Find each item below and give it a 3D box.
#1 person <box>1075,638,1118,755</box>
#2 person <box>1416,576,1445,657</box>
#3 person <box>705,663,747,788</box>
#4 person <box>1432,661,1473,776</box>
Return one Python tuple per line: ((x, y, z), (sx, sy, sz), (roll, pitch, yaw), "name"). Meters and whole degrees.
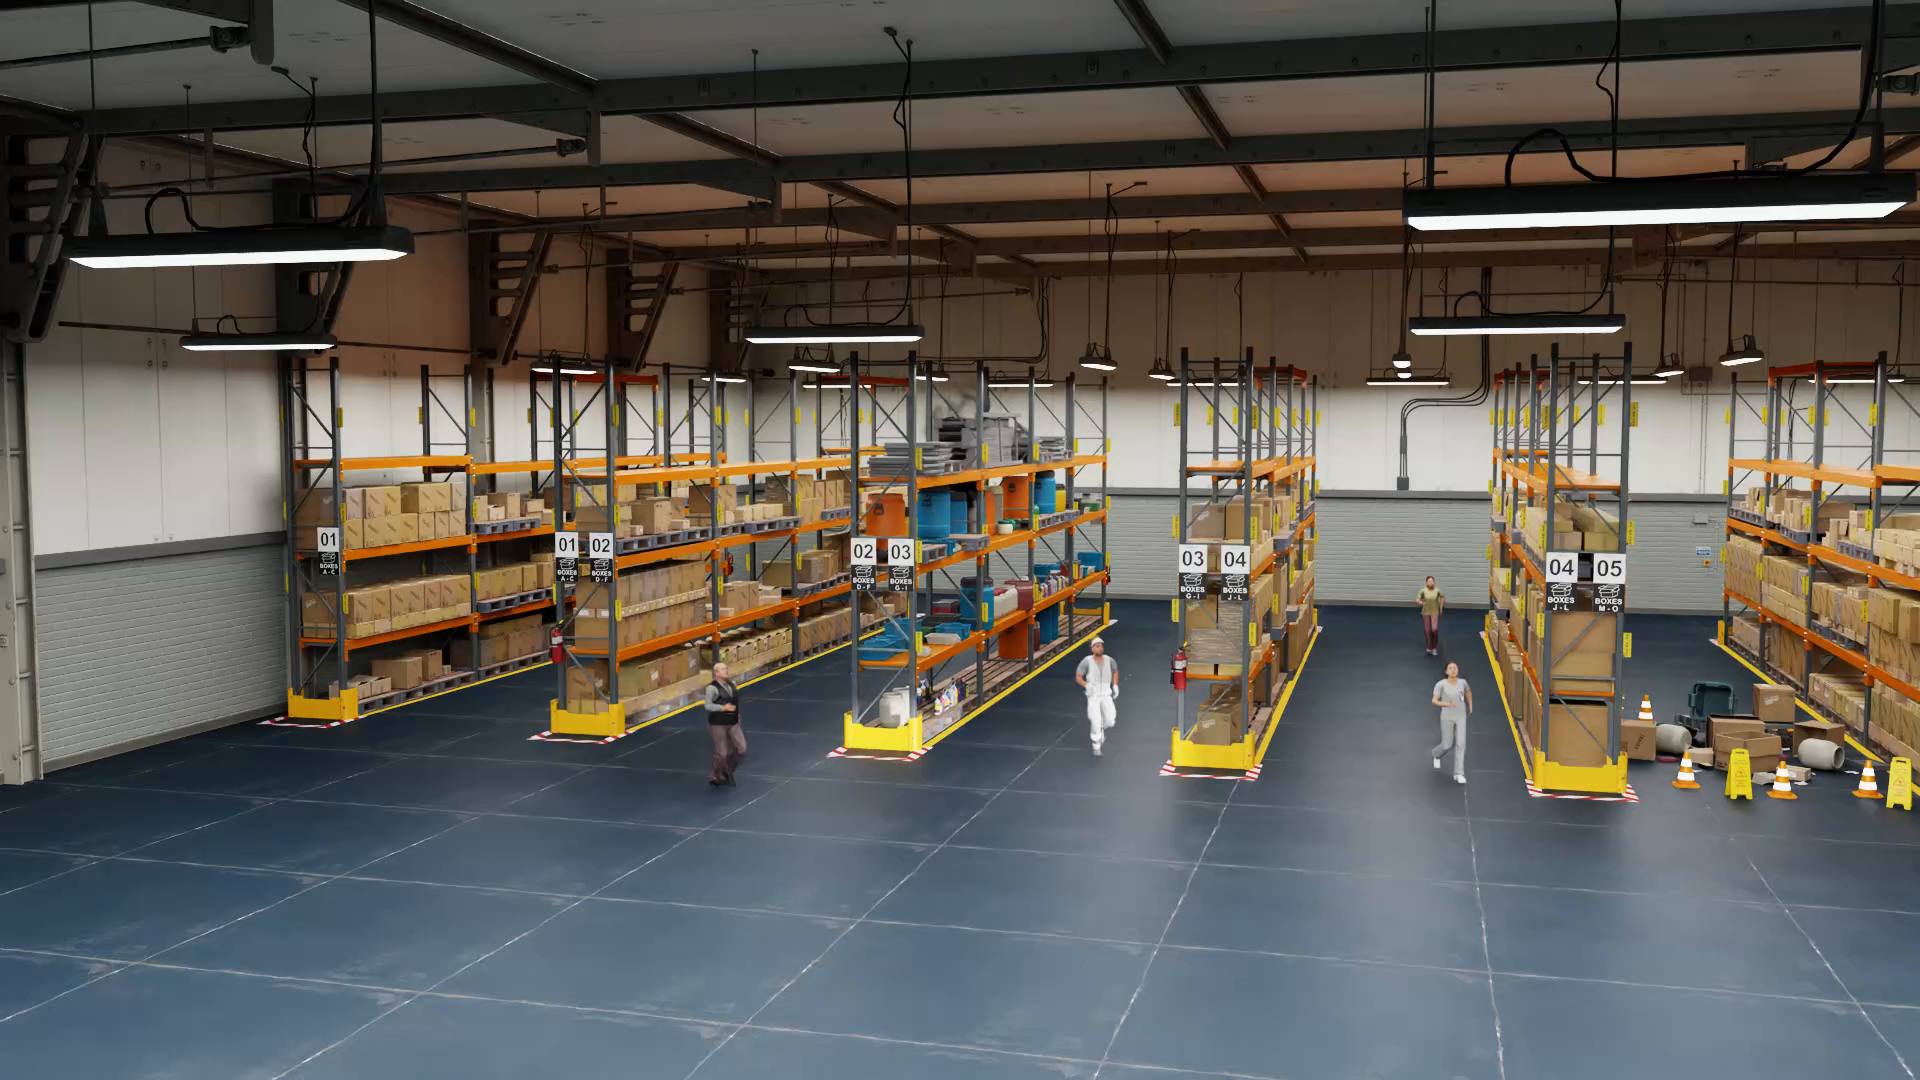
((2.059, 2.319, 24.705), (0.701, 1.746, 0.610), (-1, 4, -14), "person")
((9.918, 1.600, 35.088), (0.572, 1.692, 0.692), (1, 4, 19), "person")
((-3.136, 2.510, 22.389), (0.651, 1.721, 0.641), (4, 6, 42), "person")
((6.852, 2.456, 23.071), (0.583, 1.549, 0.787), (0, 4, 3), "person")
